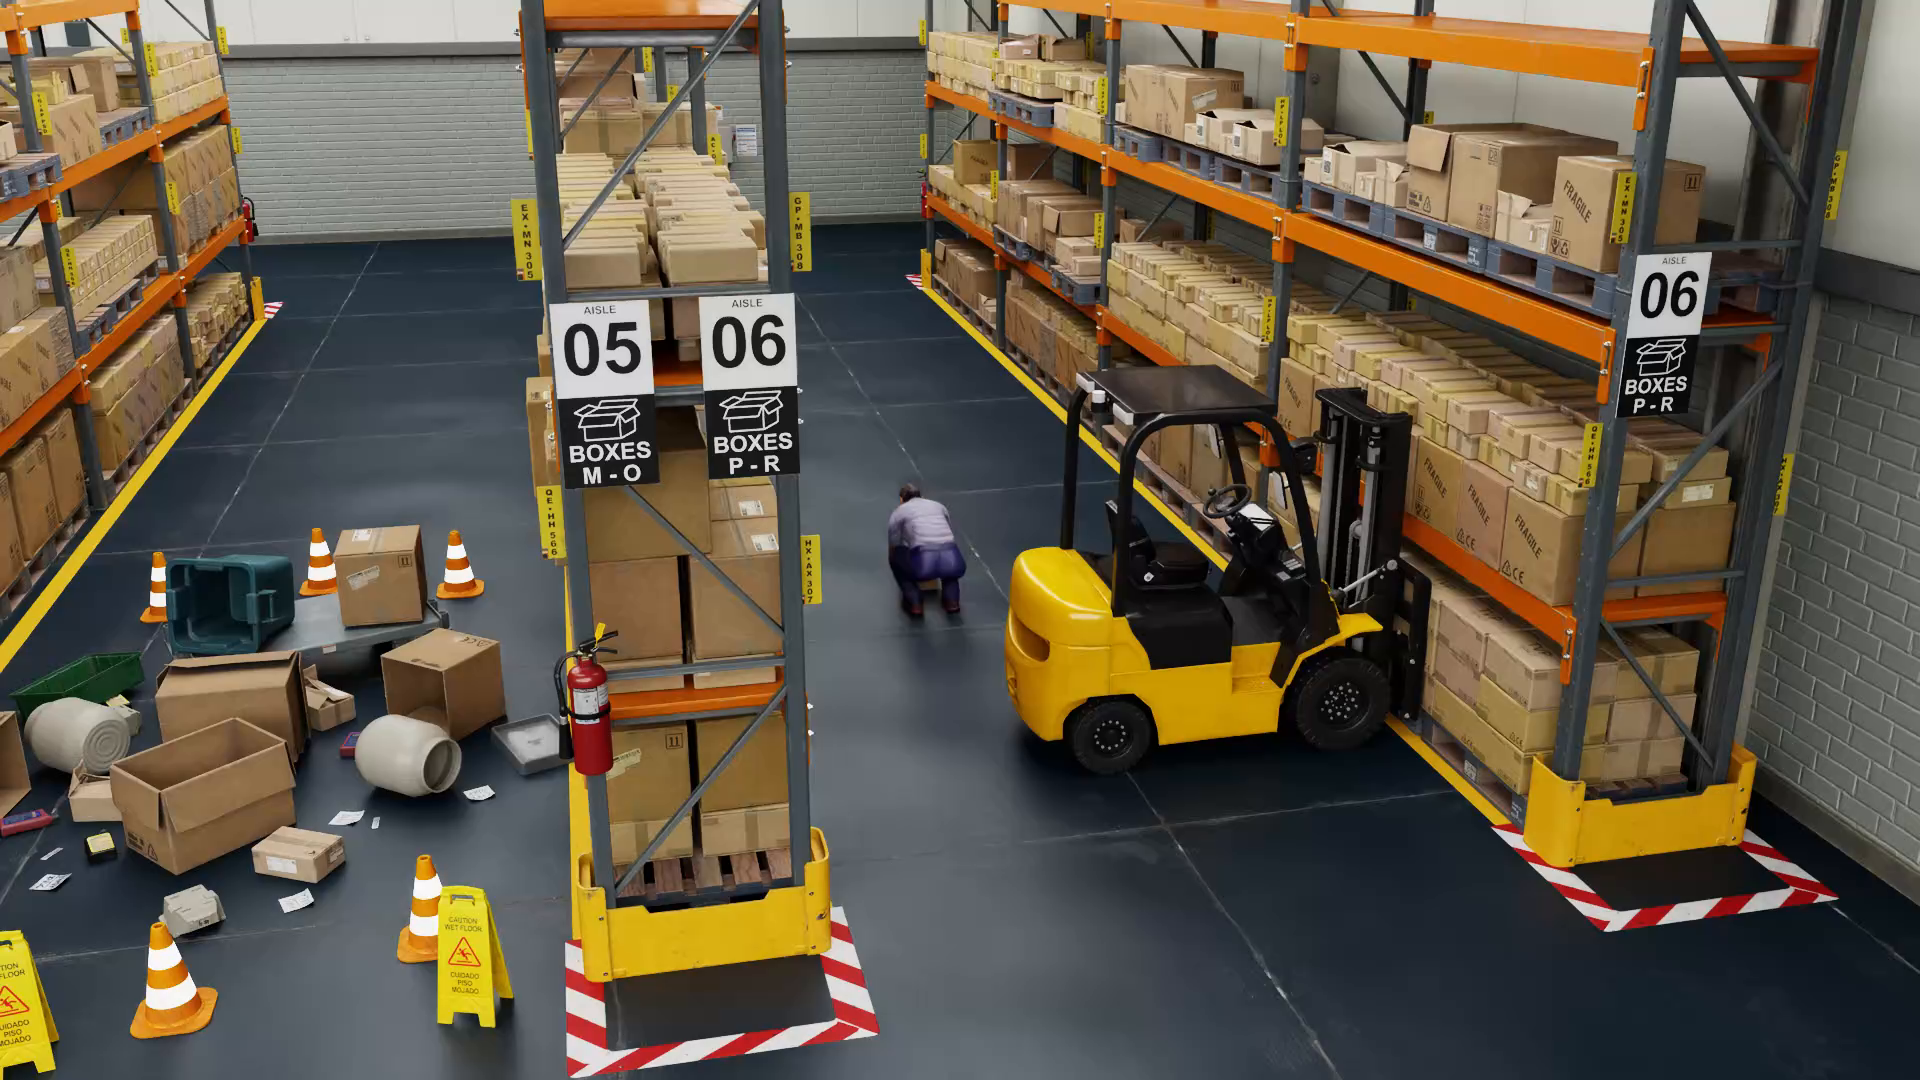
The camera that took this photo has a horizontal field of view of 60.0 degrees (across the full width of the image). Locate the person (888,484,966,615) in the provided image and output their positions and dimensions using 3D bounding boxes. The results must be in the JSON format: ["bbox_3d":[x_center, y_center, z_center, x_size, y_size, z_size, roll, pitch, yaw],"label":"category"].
[{"bbox_3d":[-0.245,0.072,12.132,0.527,0.822,0.821,-5,20,-12],"label":"person"}]
